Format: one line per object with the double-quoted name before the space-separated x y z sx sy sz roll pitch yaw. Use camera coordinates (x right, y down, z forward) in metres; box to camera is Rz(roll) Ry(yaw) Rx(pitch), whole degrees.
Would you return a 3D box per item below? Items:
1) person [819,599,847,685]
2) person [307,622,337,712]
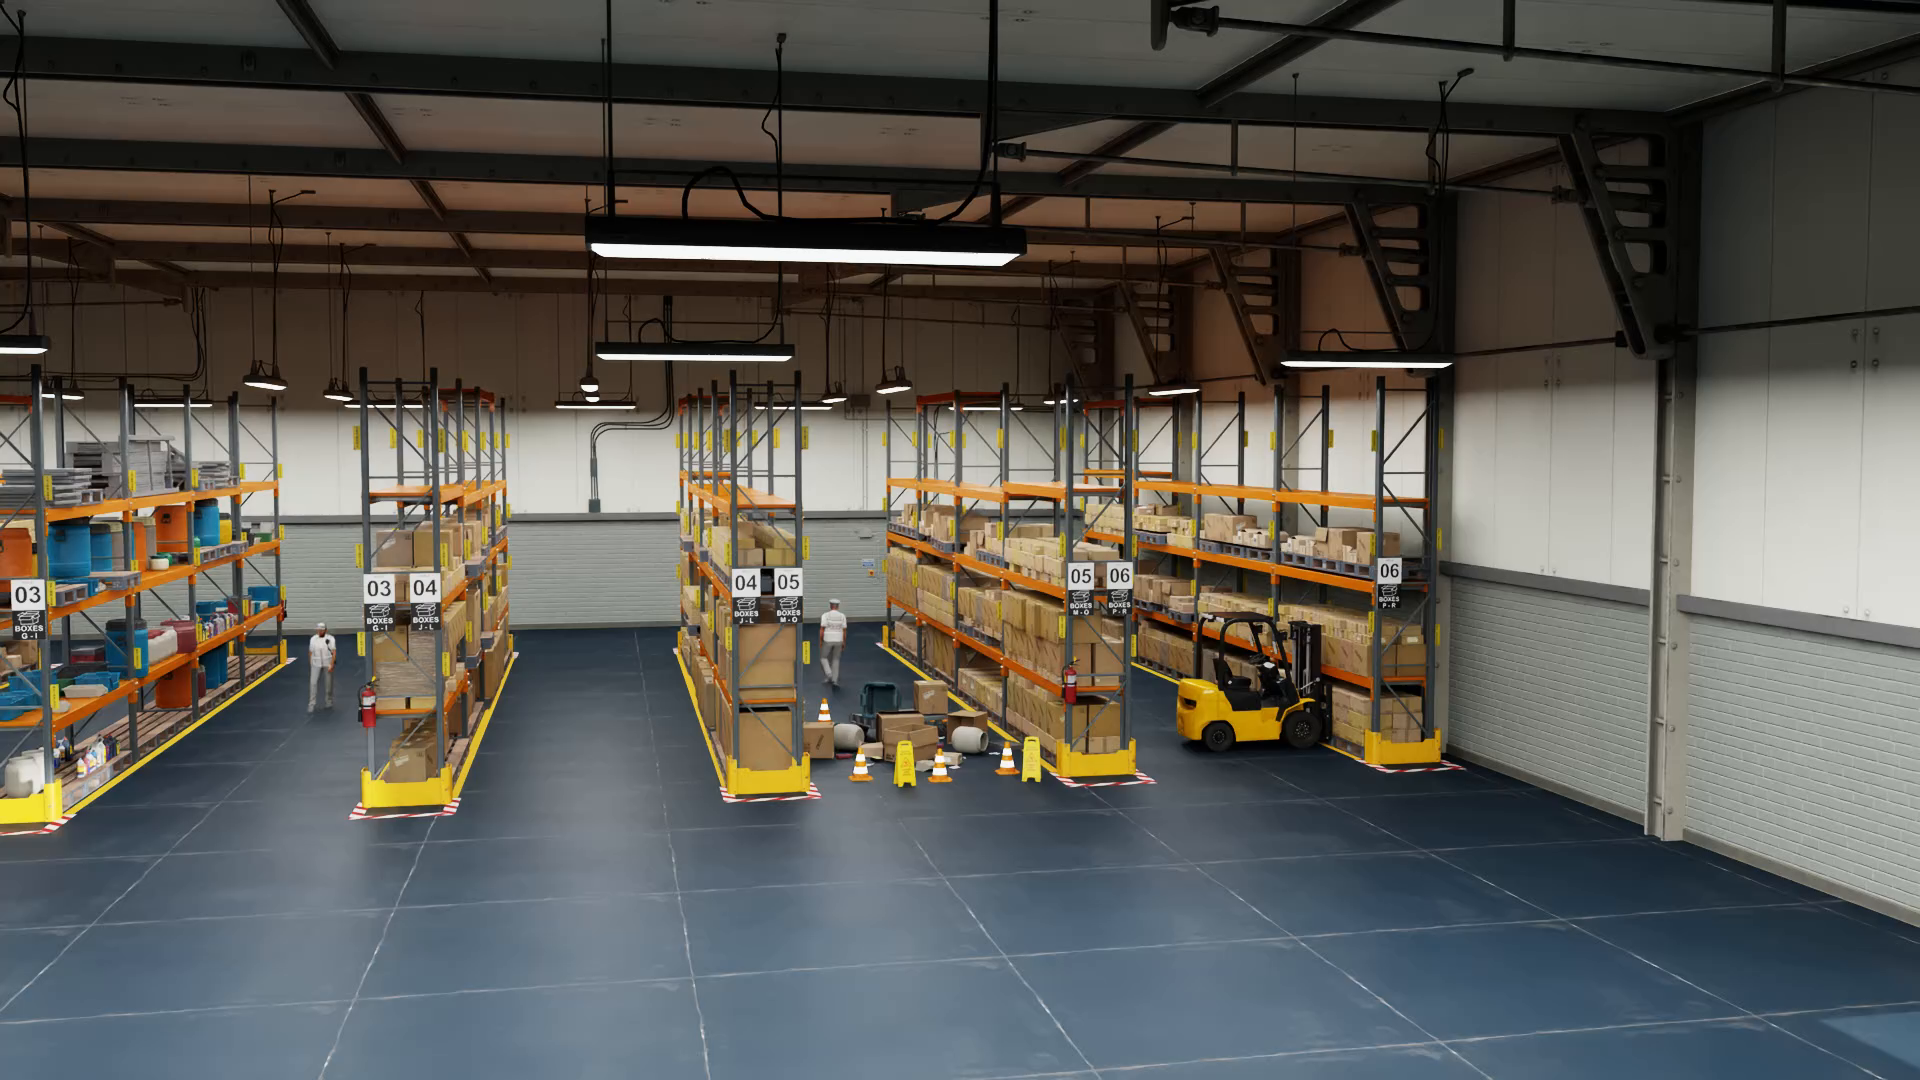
"person" -2.593 2.094 34.001 0.574 1.755 0.484 -1 3 -13
"person" -11.842 2.337 30.842 0.516 1.616 0.949 -1 4 -19
